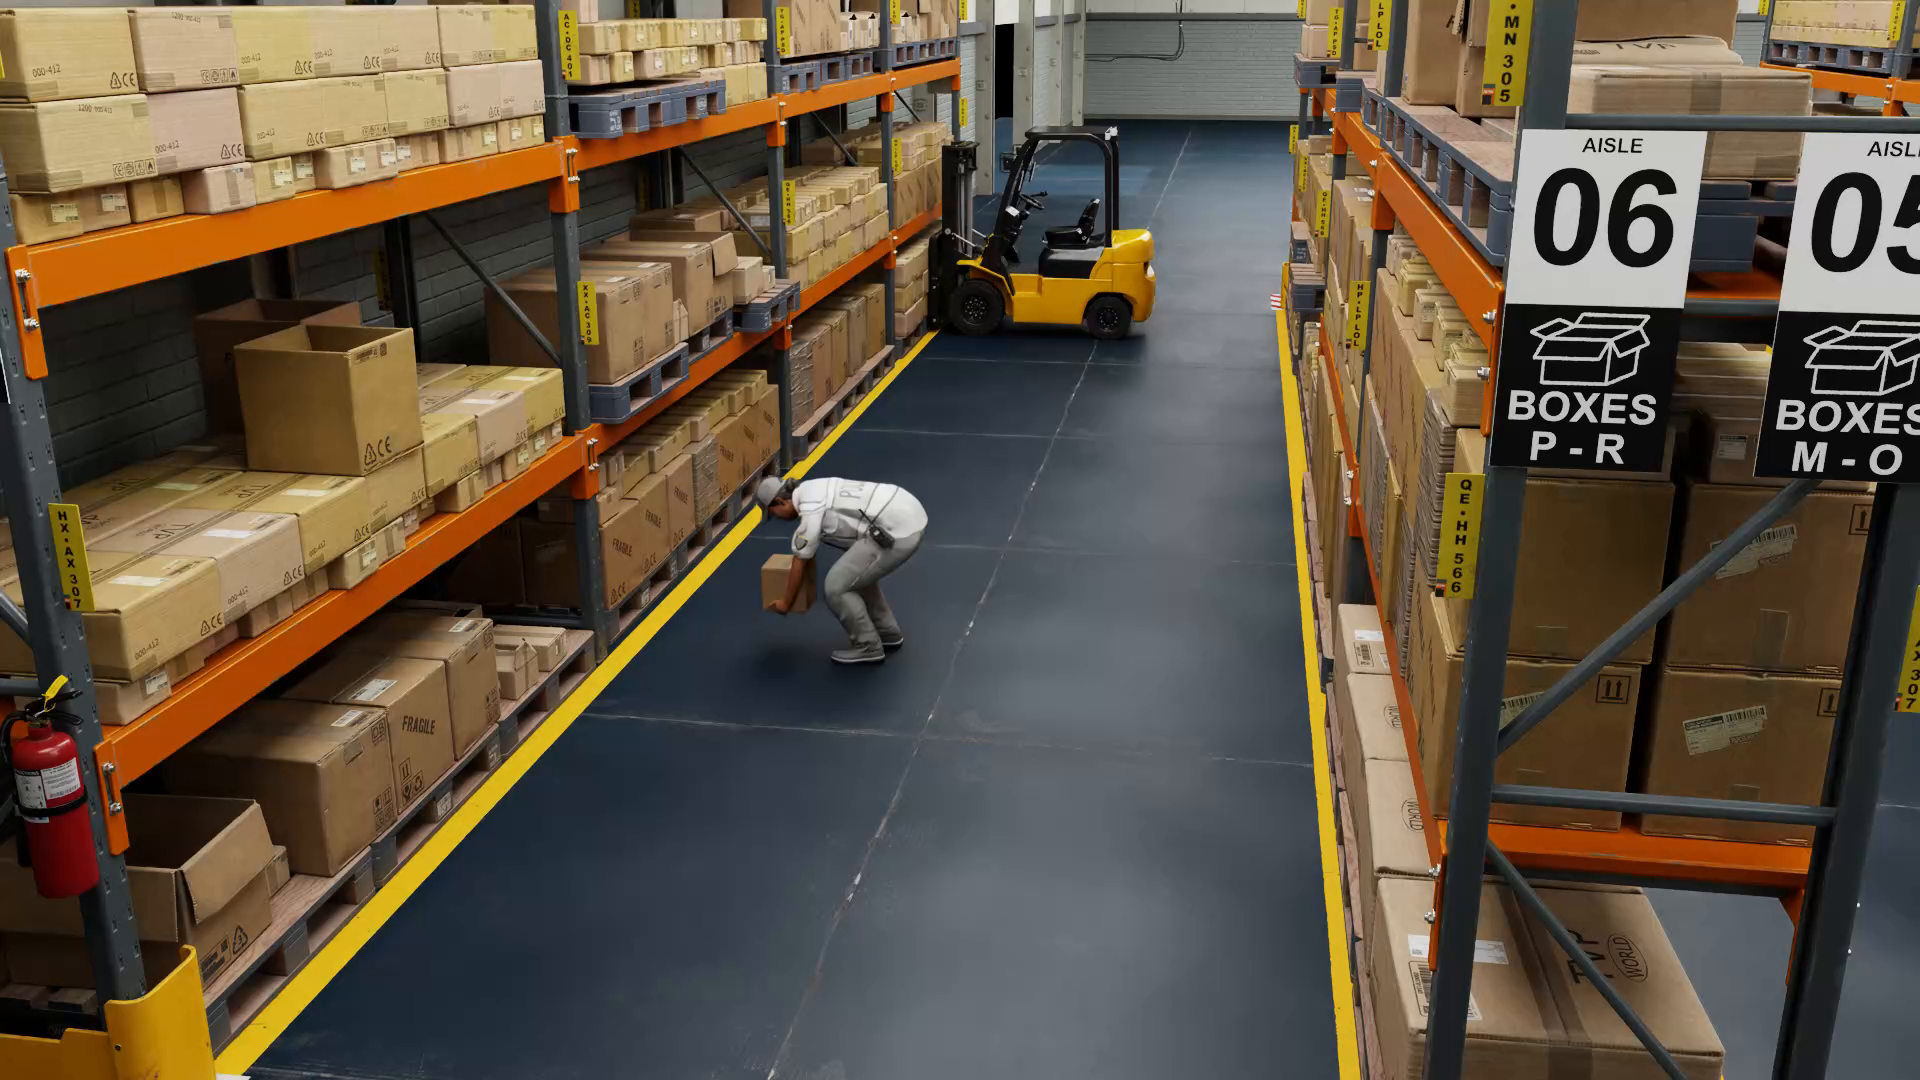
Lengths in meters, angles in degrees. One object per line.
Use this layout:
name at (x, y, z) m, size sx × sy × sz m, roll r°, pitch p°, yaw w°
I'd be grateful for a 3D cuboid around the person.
person at (-0.649, 0.146, 9.161) m, size 0.938 × 1.015 × 0.500 m, roll 2°, pitch 18°, yaw 6°
